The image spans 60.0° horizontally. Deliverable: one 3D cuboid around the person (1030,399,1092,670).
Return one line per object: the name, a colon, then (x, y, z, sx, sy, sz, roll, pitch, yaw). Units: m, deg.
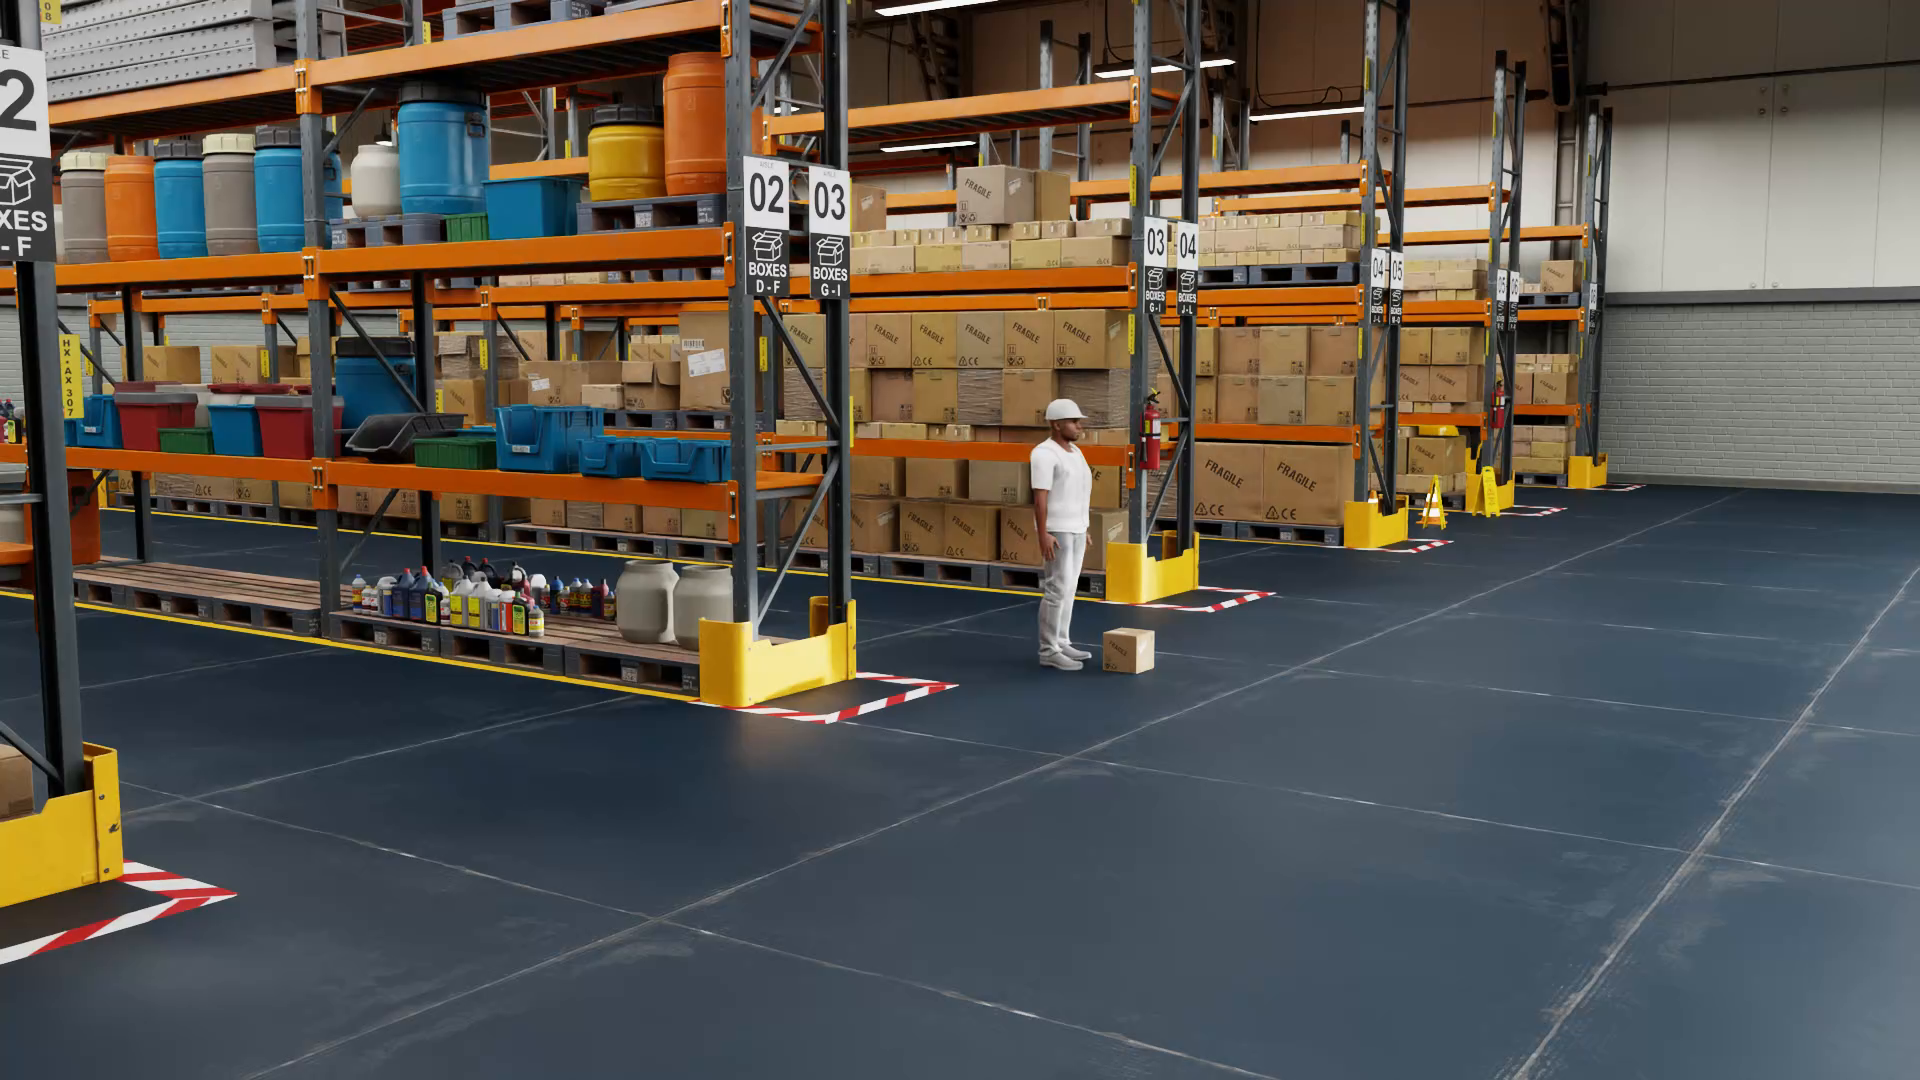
person: (0.721, -0.053, 11.144, 0.407, 1.775, 0.588, 3, 7, 29)
